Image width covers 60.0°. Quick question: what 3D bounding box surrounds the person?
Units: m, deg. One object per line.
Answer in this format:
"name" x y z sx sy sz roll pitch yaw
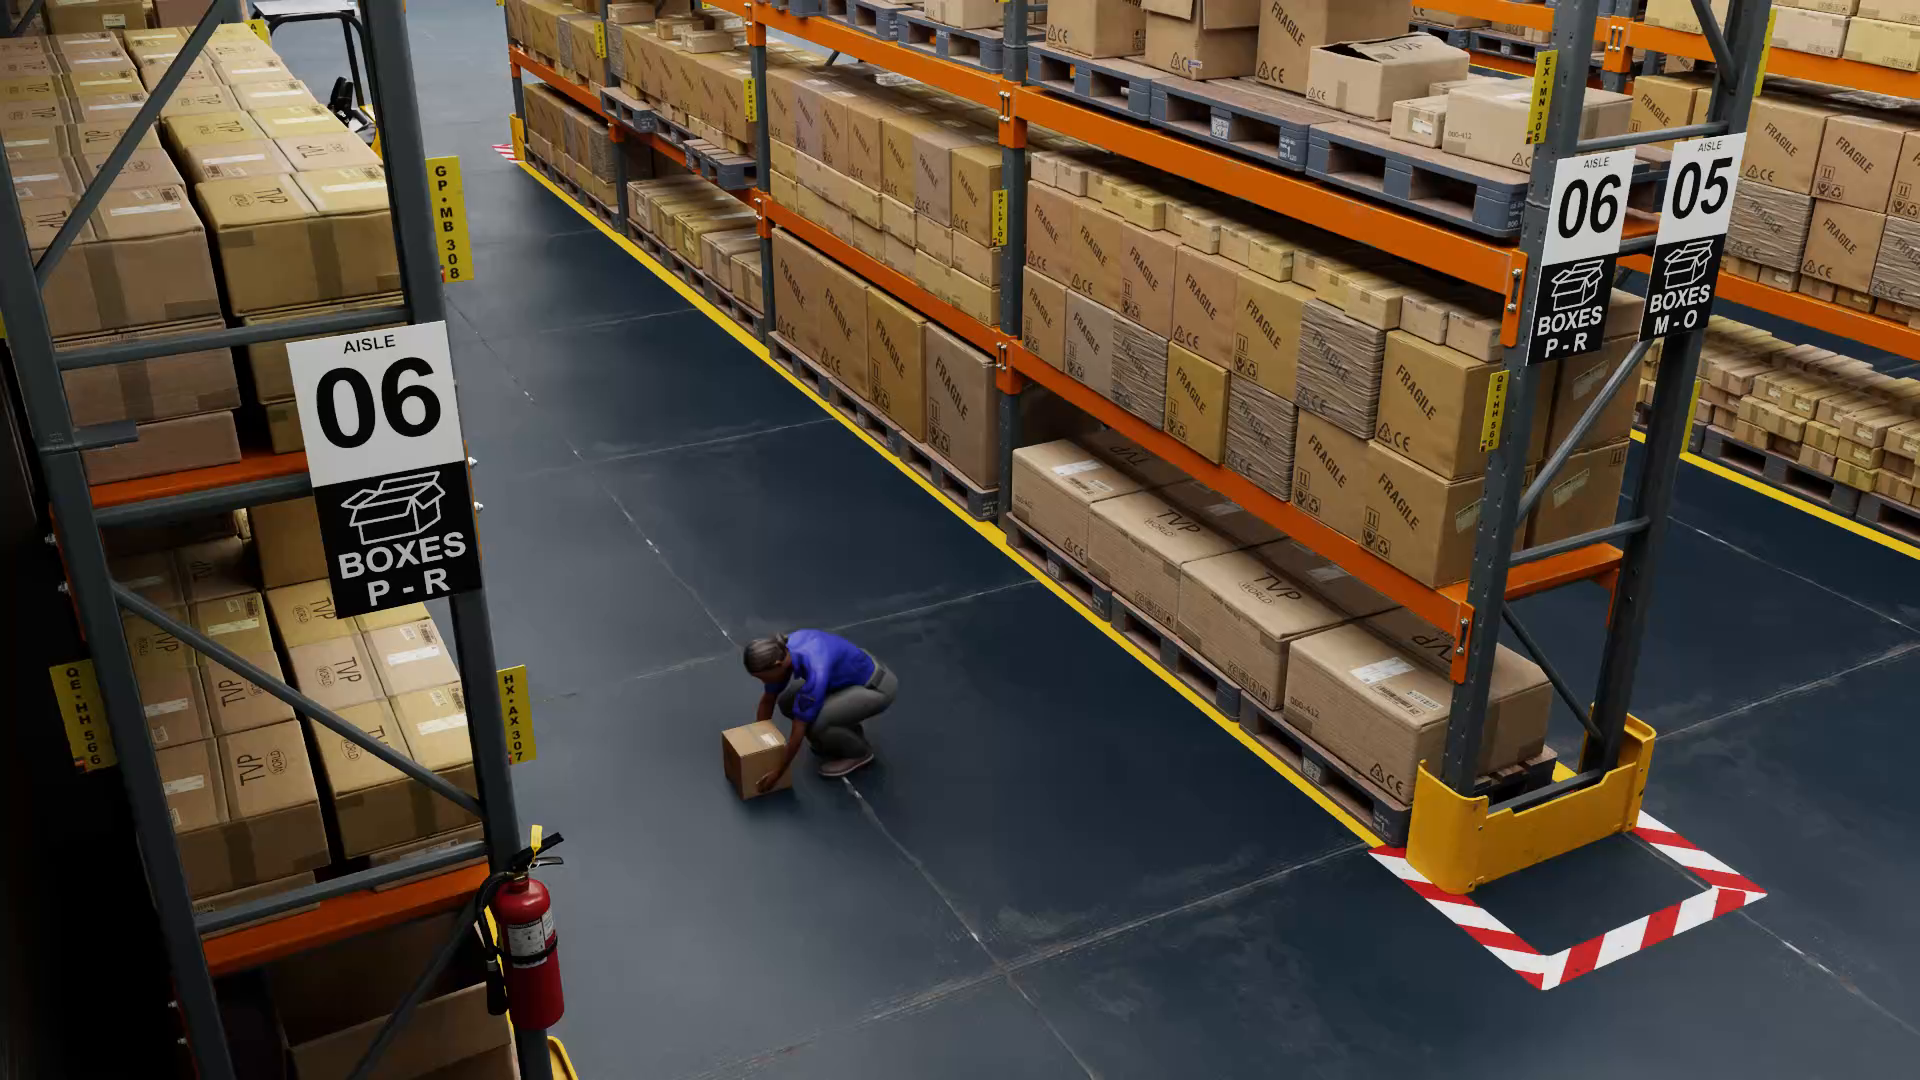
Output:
"person" -0.685 0.748 8.061 0.810 0.803 0.478 -13 29 -25
